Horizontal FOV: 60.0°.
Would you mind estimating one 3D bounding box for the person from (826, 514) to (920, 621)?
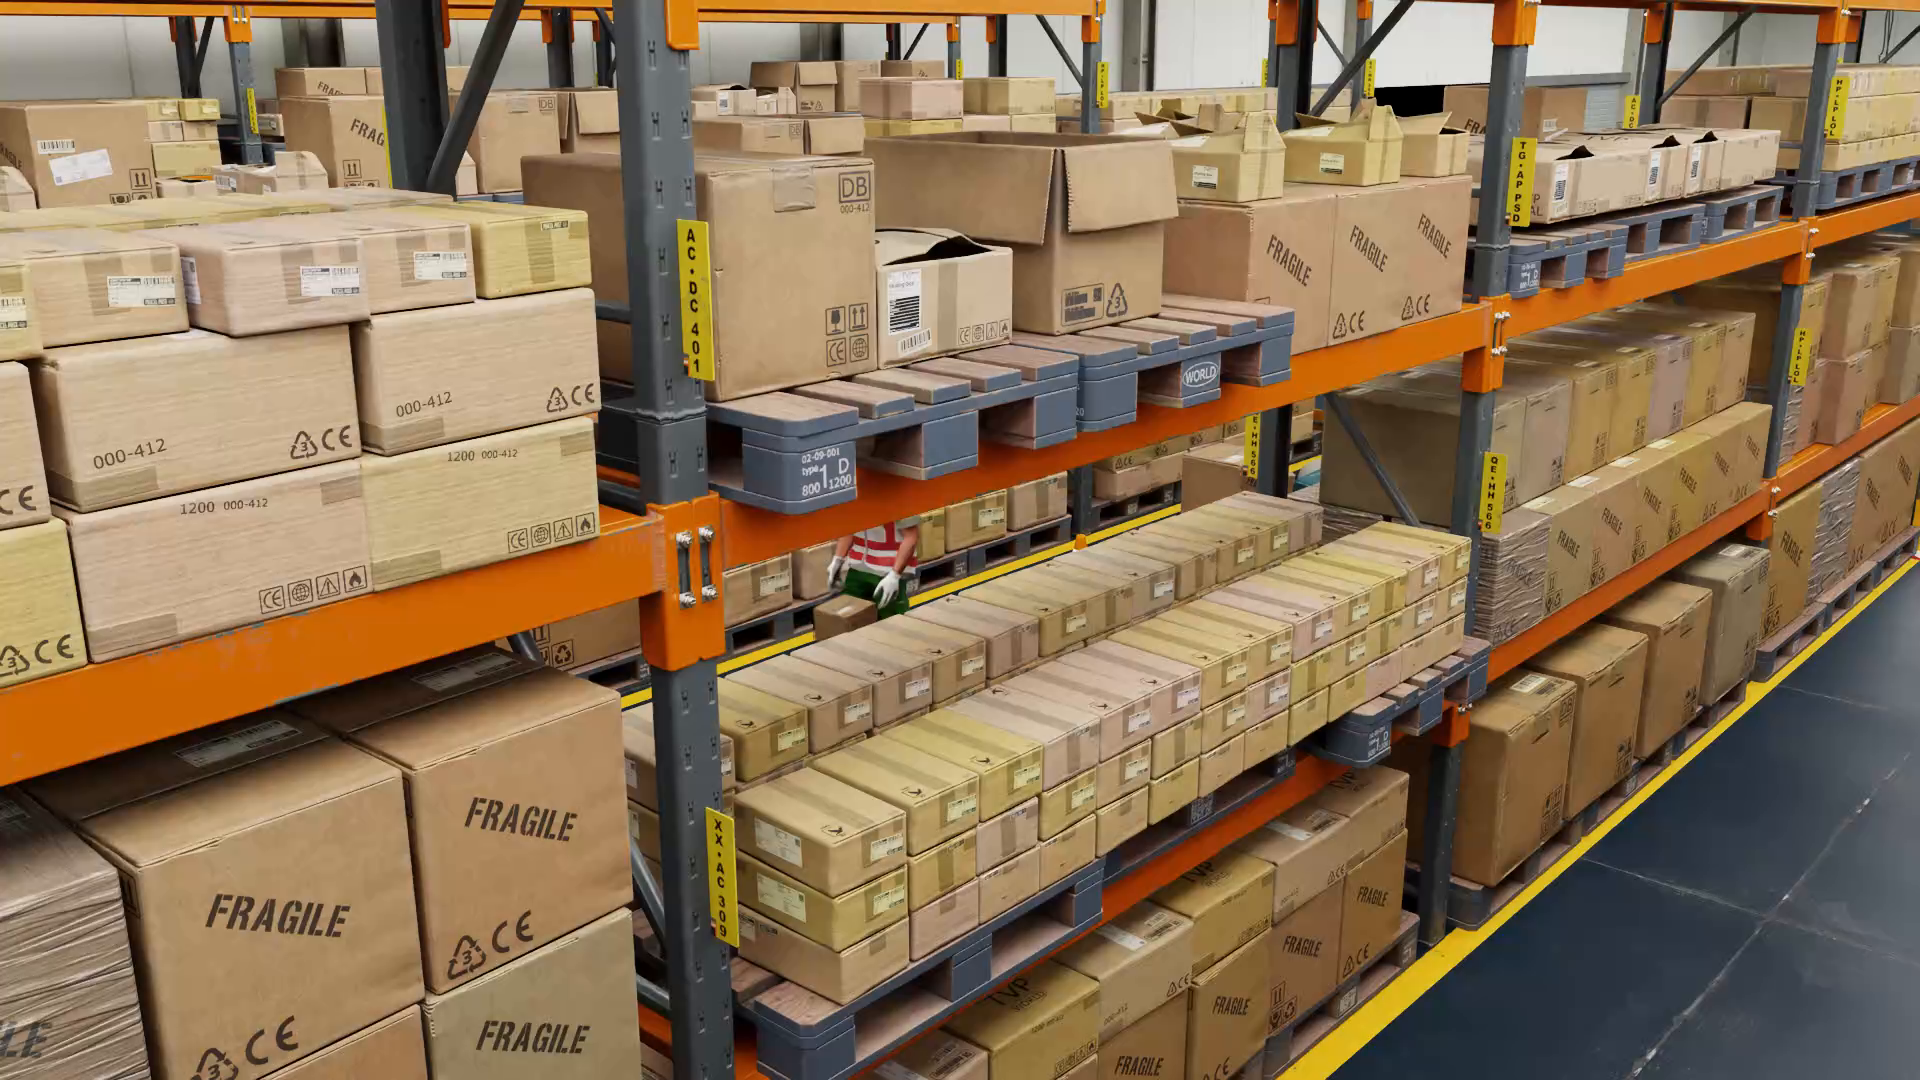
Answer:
[{"bbox_3d":[-0.466,0.197,9.348,0.544,1.788,0.414,14,22,38],"label":"person"}]
